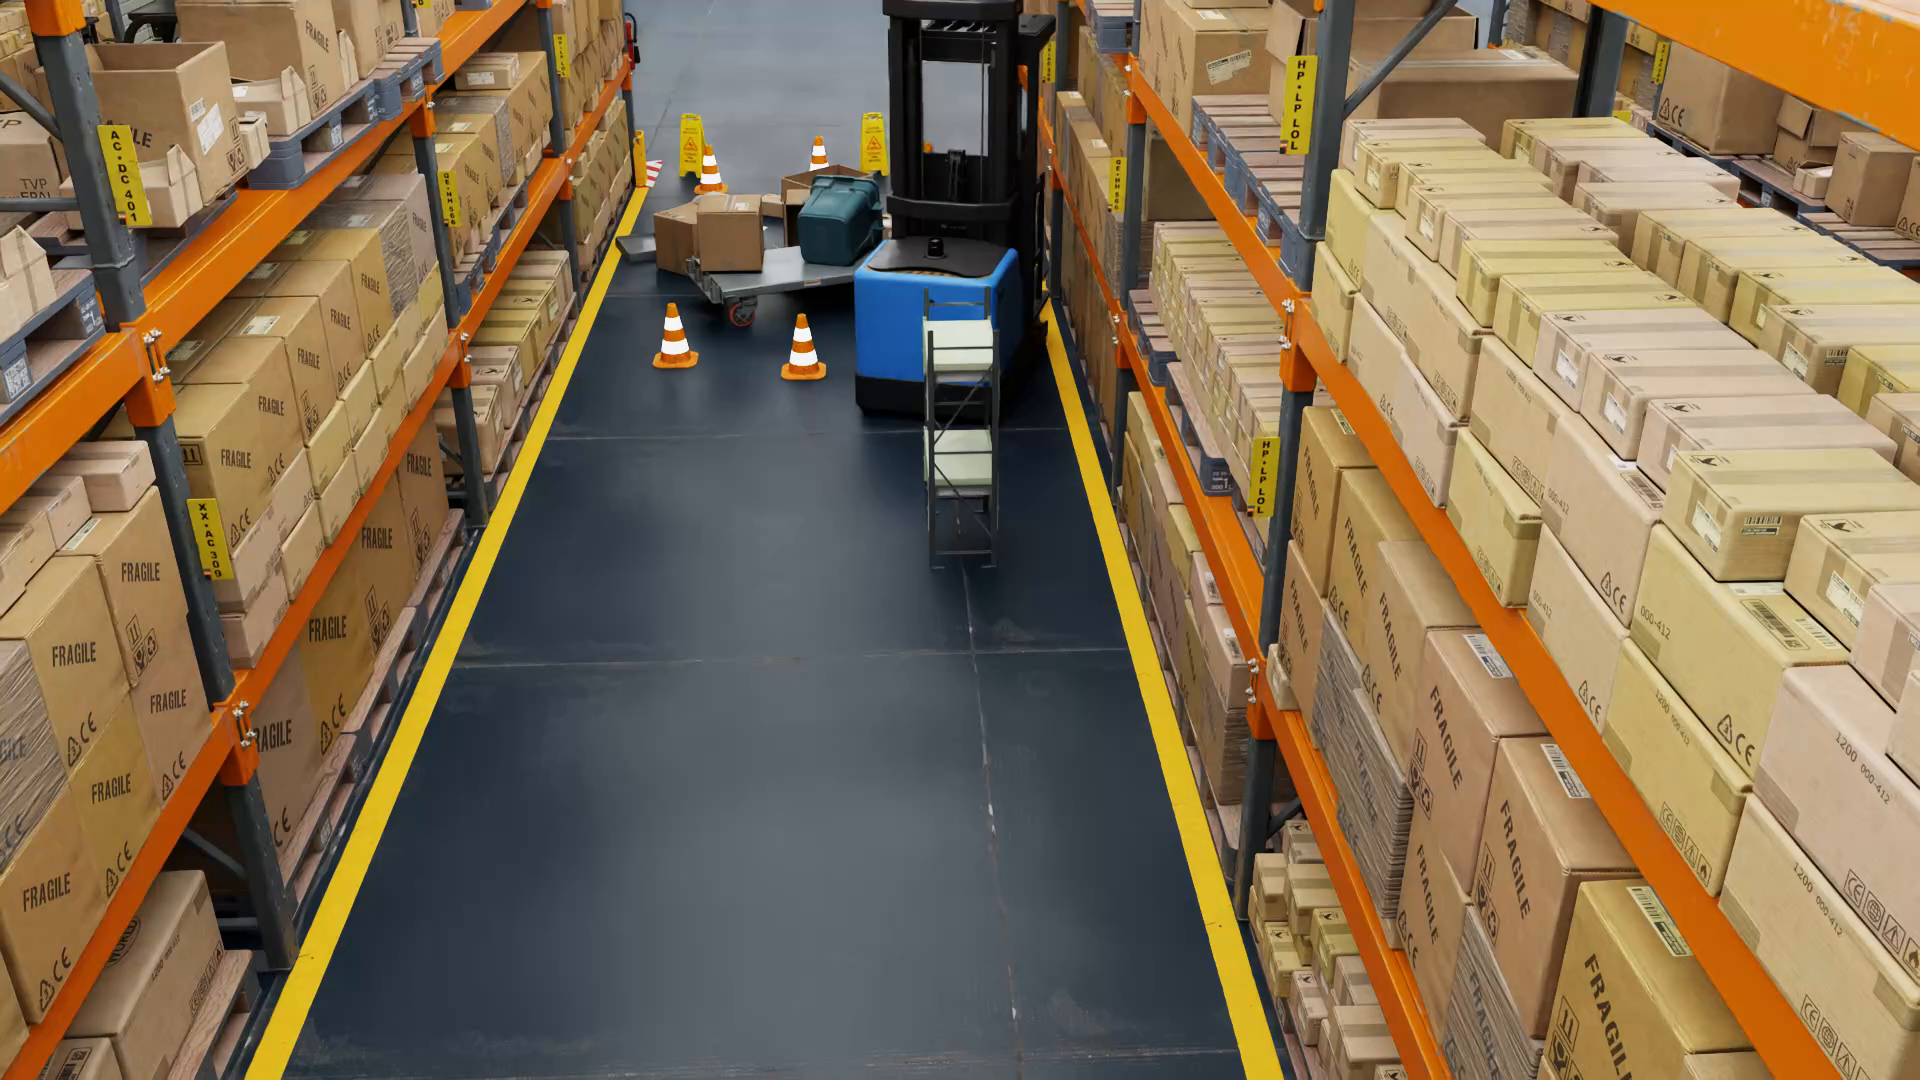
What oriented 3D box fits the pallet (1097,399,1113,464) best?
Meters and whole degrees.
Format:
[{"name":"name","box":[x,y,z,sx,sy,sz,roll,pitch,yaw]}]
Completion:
[{"name":"pallet","box":[1.511,-0.711,11.384,1.003,0.211,1.213,-1,28,-3]}]

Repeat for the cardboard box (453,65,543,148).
[{"name":"cardboard box","box":[-3.390,-3.188,12.235,0.500,0.500,0.500,-1,28,-2]}]

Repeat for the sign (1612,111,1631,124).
[{"name":"sign","box":[2.227,-1.310,5.715,0.100,0.325,0.005,-1,28,-3]}]

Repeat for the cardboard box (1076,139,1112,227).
[{"name":"cardboard box","box":[1.103,-2.525,11.739,0.500,0.500,0.500,-1,28,-2]}]

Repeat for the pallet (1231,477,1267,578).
[{"name":"pallet","box":[1.791,-0.005,7.224,1.003,0.211,1.213,-1,28,-3]}]

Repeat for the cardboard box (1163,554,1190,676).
[{"name":"cardboard box","box":[1.346,0.379,8.529,0.500,0.500,0.500,-2,28,-4]}]

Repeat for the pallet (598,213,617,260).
[{"name":"pallet","box":[-3.807,-2.900,15.582,1.003,0.211,1.213,-1,28,-3]}]

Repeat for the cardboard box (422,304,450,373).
[{"name":"cardboard box","box":[-3.176,-1.121,9.318,0.500,0.250,0.500,-2,28,-4]}]

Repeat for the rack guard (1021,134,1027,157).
[{"name":"rack guard","box":[1.058,-4.178,17.721,1.175,0.500,0.348,-1,28,-3]}]

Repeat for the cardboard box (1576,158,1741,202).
[{"name":"cardboard box","box":[2.054,-1.024,4.917,0.380,0.149,0.250,-1,28,-3]}]

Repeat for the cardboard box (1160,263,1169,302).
[{"name":"cardboard box","box":[1.318,-1.434,9.253,0.380,0.149,0.250,0,28,0]}]

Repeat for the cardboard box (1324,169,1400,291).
[{"name":"cardboard box","box":[1.471,-0.991,5.284,0.500,0.250,0.500,0,28,-1]}]

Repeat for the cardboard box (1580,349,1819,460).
[{"name":"cardboard box","box":[1.548,-0.287,3.504,0.380,0.149,0.250,-1,28,-2]}]

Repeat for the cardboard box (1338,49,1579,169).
[{"name":"cardboard box","box":[1.775,-1.472,6.023,0.700,0.500,0.500,-1,28,-3]}]

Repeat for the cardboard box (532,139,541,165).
[{"name":"cardboard box","box":[-3.322,-2.866,12.318,0.380,0.149,0.250,-2,28,-3]}]

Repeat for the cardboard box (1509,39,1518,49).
[{"name":"cardboard box","box":[5.788,-4.984,16.834,0.380,0.149,0.250,-1,28,-3]}]

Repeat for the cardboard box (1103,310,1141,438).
[{"name":"cardboard box","box":[1.535,-1.053,11.004,1.050,0.750,0.750,-2,28,-3]}]

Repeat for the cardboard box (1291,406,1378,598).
[{"name":"cardboard box","box":[1.466,-0.139,5.762,0.500,0.500,0.500,-1,28,-1]}]

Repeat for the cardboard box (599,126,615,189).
[{"name":"cardboard box","box":[-3.527,-3.571,15.562,0.500,0.500,0.500,-2,28,-4]}]

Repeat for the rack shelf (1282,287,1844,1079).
[{"name":"rack shelf","box":[1.790,0.179,4.198,1.077,0.370,4.000,-1,28,-3]}]

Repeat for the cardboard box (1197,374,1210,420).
[{"name":"cardboard box","box":[1.382,-0.712,8.189,0.380,0.149,0.250,-2,28,-4]}]

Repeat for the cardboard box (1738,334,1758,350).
[{"name":"cardboard box","box":[2.060,-0.289,3.938,0.500,0.250,0.500,-2,28,-5]}]

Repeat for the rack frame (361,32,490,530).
[{"name":"rack frame","box":[-3.461,-1.415,9.719,1.000,3.000,0.127,-1,28,-3]}]

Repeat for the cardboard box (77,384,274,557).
[{"name":"cardboard box","box":[-2.988,-0.265,6.326,0.500,0.500,0.500,-1,28,-2]}]

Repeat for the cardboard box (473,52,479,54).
[{"name":"cardboard box","box":[-3.932,-3.401,12.643,0.500,0.500,0.500,-1,28,-1]}]

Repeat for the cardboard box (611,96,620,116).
[{"name":"cardboard box","box":[-3.491,-4.165,15.999,0.380,0.149,0.250,-1,28,-1]}]

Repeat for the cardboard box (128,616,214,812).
[{"name":"cardboard box","box":[-2.973,0.596,5.755,0.500,0.500,0.500,-1,28,-2]}]

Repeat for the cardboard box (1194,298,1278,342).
[{"name":"cardboard box","box":[1.377,-1.095,8.279,0.380,0.149,0.250,-1,28,-1]}]

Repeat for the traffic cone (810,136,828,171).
[{"name":"traffic cone","box":[-1.478,-4.001,17.421,0.336,0.463,0.334,-1,28,-3]}]

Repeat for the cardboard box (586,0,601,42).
[{"name":"cardboard box","box":[-3.481,-4.559,14.237,0.700,0.500,0.500,-2,28,-4]}]

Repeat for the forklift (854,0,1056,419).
[{"name":"forklift","box":[0.085,-2.817,12.481,1.130,2.935,3.031,6,28,12]}]

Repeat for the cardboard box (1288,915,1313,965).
[{"name":"cardboard box","box":[1.488,1.502,6.434,0.380,0.149,0.250,-1,28,-2]}]

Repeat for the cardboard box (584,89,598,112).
[{"name":"cardboard box","box":[-3.424,-3.895,14.746,0.380,0.149,0.250,-1,28,-2]}]

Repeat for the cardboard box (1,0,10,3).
[{"name":"cardboard box","box":[-8.583,-4.941,15.349,0.380,0.149,0.250,-1,28,-2]}]

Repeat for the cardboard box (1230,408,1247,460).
[{"name":"cardboard box","box":[1.424,-0.482,7.426,0.380,0.149,0.250,-2,28,-4]}]

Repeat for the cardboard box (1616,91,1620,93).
[{"name":"cardboard box","box":[5.959,-3.946,14.844,0.380,0.149,0.250,-1,28,-3]}]

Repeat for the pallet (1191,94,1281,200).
[{"name":"pallet","box":[1.702,-1.747,7.316,1.213,0.211,1.003,-1,28,-3]}]

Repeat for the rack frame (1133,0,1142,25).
[{"name":"rack frame","box":[1.477,-4.241,8.650,1.000,3.000,0.127,-1,28,-3]}]

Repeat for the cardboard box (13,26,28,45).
[{"name":"cardboard box","box":[-8.524,-4.457,14.742,0.380,0.149,0.250,-2,28,-3]}]

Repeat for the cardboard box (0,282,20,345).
[{"name":"cardboard box","box":[-2.886,-0.607,4.637,0.380,0.149,0.250,-1,28,-1]}]

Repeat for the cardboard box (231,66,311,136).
[{"name":"cardboard box","box":[-2.998,-1.876,7.052,0.396,0.266,0.258,1,28,2]}]

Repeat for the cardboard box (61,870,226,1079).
[{"name":"cardboard box","box":[-3.327,1.675,6.112,0.875,0.438,0.875,-2,28,-3]}]

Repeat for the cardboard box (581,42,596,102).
[{"name":"cardboard box","box":[-3.478,-4.112,14.460,0.500,0.500,0.500,-2,28,-3]}]

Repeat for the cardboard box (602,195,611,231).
[{"name":"cardboard box","box":[-3.501,-2.999,15.276,0.500,0.250,0.500,-2,28,-3]}]

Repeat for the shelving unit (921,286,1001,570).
[{"name":"shelving unit","box":[0.000,-0.668,9.909,0.431,1.500,0.755,-1,28,-3]}]

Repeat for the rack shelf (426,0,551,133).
[{"name":"rack shelf","box":[-3.566,-3.350,10.963,1.077,0.370,4.000,-1,28,-3]}]

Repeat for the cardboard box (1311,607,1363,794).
[{"name":"cardboard box","box":[1.493,0.553,5.516,0.500,0.500,0.500,-1,28,-3]}]

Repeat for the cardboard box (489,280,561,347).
[{"name":"cardboard box","box":[-3.599,-1.709,12.671,0.950,0.372,0.625,0,28,1]}]

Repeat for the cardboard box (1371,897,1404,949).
[{"name":"cardboard box","box":[1.491,1.123,5.124,0.380,0.149,0.250,0,28,0]}]

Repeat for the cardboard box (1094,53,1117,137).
[{"name":"cardboard box","box":[1.354,-3.216,11.983,0.700,0.500,0.500,-1,28,-2]}]

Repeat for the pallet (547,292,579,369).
[{"name":"pallet","box":[-3.628,-1.666,13.216,1.003,0.211,1.213,-1,28,-3]}]

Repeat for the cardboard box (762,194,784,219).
[{"name":"cardboard box","box":[-1.794,-3.289,16.396,0.380,0.149,0.250,13,30,24]}]

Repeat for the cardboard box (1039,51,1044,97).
[{"name":"cardboard box","box":[1.147,-4.413,15.305,0.875,0.550,0.500,-1,28,-3]}]

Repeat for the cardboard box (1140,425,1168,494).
[{"name":"cardboard box","box":[1.297,-0.433,9.275,0.500,0.250,0.500,-2,28,-3]}]

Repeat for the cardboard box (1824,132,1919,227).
[{"name":"cardboard box","box":[6.238,-2.388,11.024,0.700,0.500,0.500,3,28,5]}]

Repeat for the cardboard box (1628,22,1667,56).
[{"name":"cardboard box","box":[5.928,-4.322,13.782,0.500,0.500,0.500,-1,28,-3]}]
